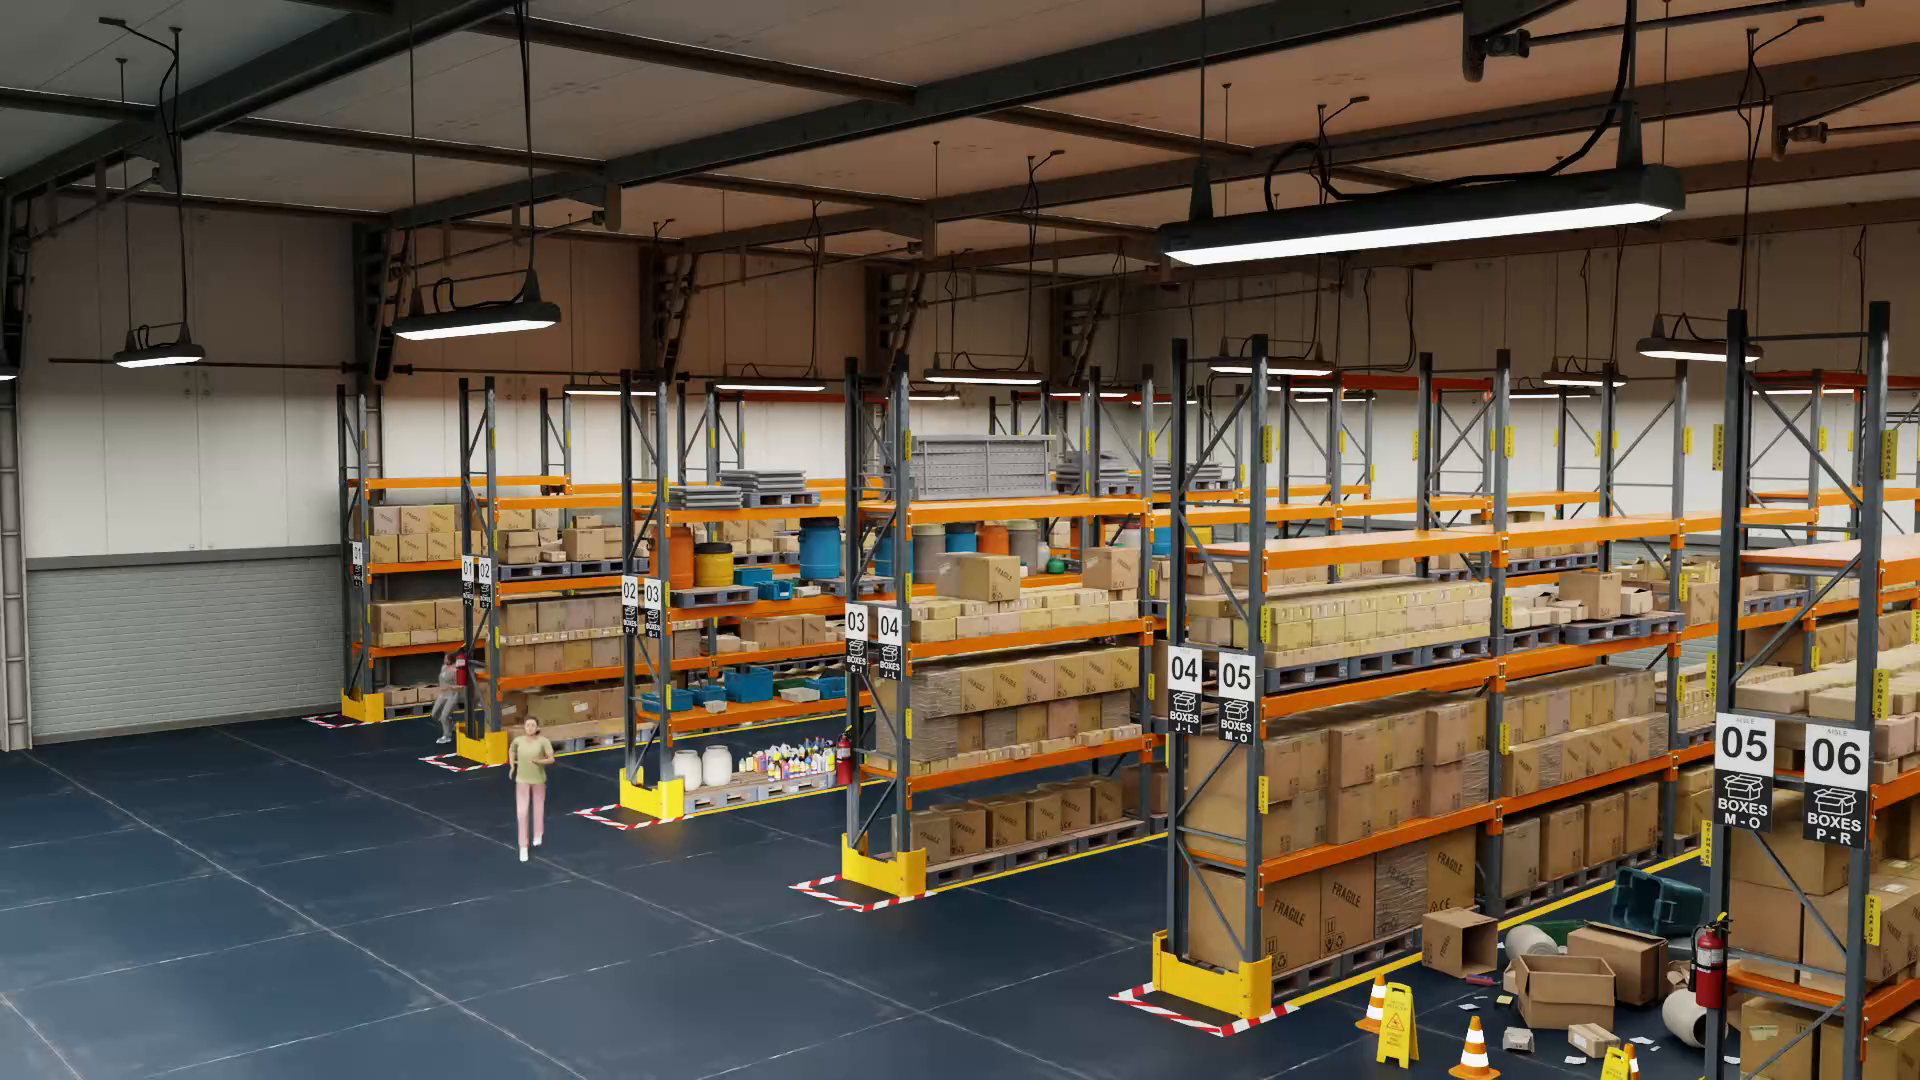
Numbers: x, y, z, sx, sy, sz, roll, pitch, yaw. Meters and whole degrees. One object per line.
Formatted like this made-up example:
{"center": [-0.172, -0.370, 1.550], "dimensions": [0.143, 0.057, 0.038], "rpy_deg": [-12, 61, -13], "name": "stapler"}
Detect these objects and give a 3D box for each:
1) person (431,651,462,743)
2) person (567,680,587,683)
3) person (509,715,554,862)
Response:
{"center": [-8.468, 2.602, 27.527], "dimensions": [0.537, 1.529, 0.481], "rpy_deg": [2, 4, 31], "name": "person"}
{"center": [-6.734, 2.424, 29.221], "dimensions": [0.937, 1.527, 0.586], "rpy_deg": [-4, 5, -44], "name": "person"}
{"center": [-5.227, 2.988, 20.296], "dimensions": [0.551, 1.720, 0.807], "rpy_deg": [-1, 4, -12], "name": "person"}
